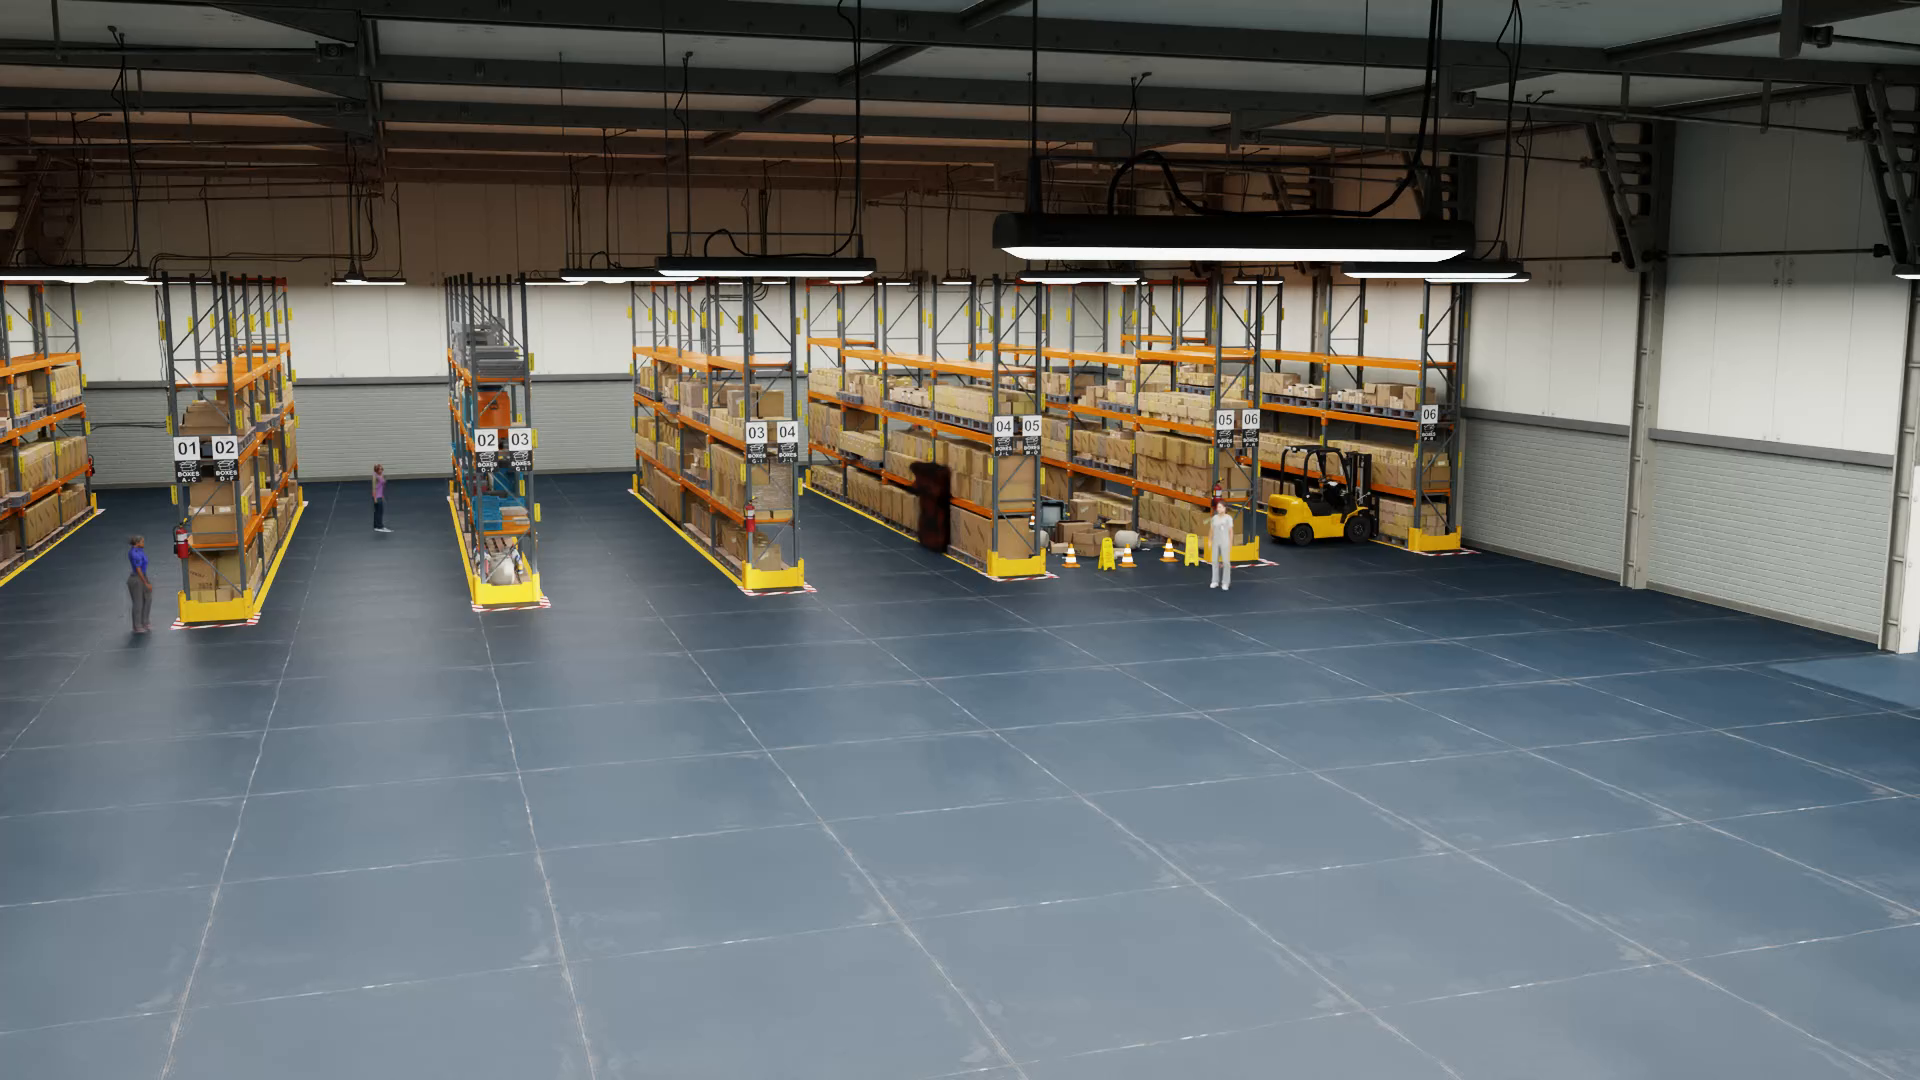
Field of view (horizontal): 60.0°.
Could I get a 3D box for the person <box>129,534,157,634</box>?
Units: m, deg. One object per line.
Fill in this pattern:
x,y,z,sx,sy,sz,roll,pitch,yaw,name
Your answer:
-13.685,0.732,27.885,0.487,1.702,0.597,0,9,1,person

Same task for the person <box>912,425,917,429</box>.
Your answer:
-1.382,-2.623,49.629,0.567,1.748,0.389,5,10,28,person

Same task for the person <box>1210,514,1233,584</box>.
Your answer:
5.004,0.169,32.003,0.457,1.352,0.298,5,10,31,person

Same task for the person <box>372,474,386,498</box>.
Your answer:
-13.776,-1.300,39.422,0.335,0.569,0.420,-2,9,-11,person
